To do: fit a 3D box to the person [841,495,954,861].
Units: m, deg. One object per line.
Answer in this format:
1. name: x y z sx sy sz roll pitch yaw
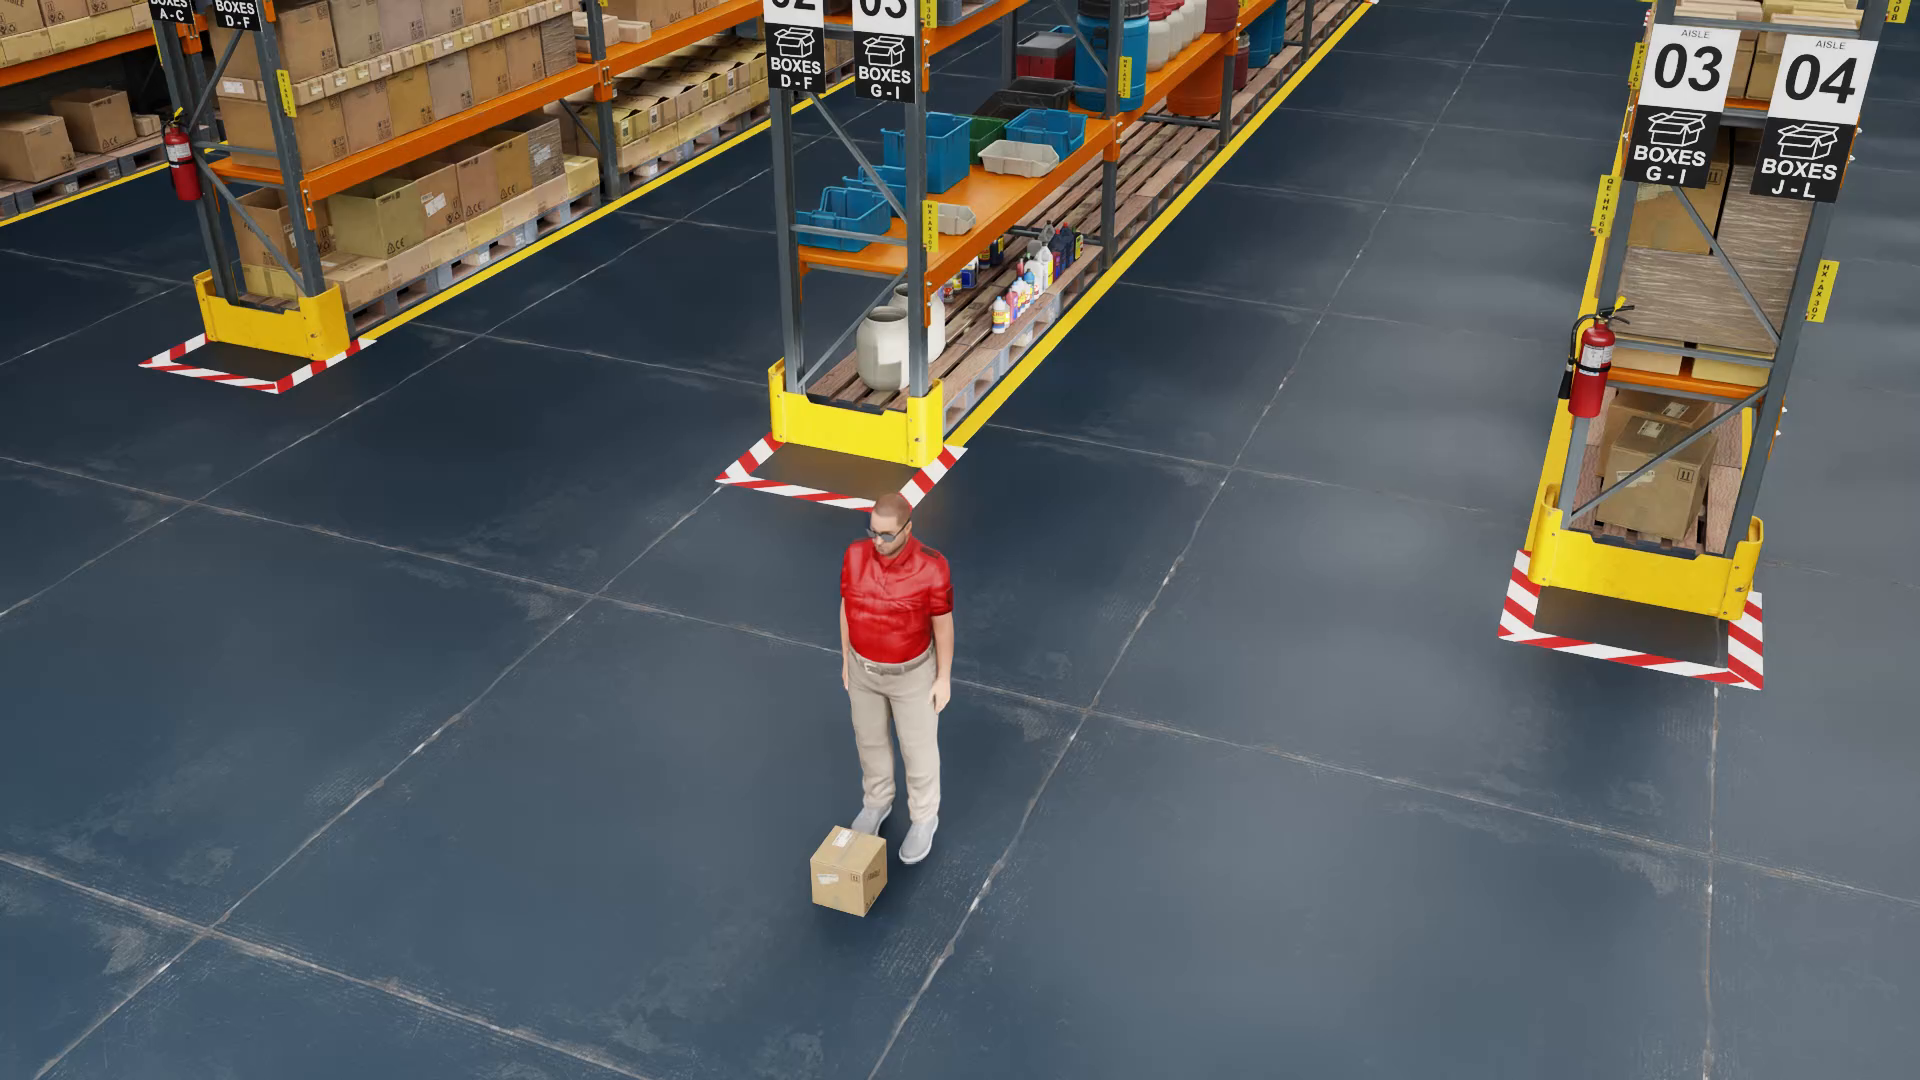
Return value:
1. person: -0.302 0.599 7.350 0.535 1.735 0.380 12 32 20
